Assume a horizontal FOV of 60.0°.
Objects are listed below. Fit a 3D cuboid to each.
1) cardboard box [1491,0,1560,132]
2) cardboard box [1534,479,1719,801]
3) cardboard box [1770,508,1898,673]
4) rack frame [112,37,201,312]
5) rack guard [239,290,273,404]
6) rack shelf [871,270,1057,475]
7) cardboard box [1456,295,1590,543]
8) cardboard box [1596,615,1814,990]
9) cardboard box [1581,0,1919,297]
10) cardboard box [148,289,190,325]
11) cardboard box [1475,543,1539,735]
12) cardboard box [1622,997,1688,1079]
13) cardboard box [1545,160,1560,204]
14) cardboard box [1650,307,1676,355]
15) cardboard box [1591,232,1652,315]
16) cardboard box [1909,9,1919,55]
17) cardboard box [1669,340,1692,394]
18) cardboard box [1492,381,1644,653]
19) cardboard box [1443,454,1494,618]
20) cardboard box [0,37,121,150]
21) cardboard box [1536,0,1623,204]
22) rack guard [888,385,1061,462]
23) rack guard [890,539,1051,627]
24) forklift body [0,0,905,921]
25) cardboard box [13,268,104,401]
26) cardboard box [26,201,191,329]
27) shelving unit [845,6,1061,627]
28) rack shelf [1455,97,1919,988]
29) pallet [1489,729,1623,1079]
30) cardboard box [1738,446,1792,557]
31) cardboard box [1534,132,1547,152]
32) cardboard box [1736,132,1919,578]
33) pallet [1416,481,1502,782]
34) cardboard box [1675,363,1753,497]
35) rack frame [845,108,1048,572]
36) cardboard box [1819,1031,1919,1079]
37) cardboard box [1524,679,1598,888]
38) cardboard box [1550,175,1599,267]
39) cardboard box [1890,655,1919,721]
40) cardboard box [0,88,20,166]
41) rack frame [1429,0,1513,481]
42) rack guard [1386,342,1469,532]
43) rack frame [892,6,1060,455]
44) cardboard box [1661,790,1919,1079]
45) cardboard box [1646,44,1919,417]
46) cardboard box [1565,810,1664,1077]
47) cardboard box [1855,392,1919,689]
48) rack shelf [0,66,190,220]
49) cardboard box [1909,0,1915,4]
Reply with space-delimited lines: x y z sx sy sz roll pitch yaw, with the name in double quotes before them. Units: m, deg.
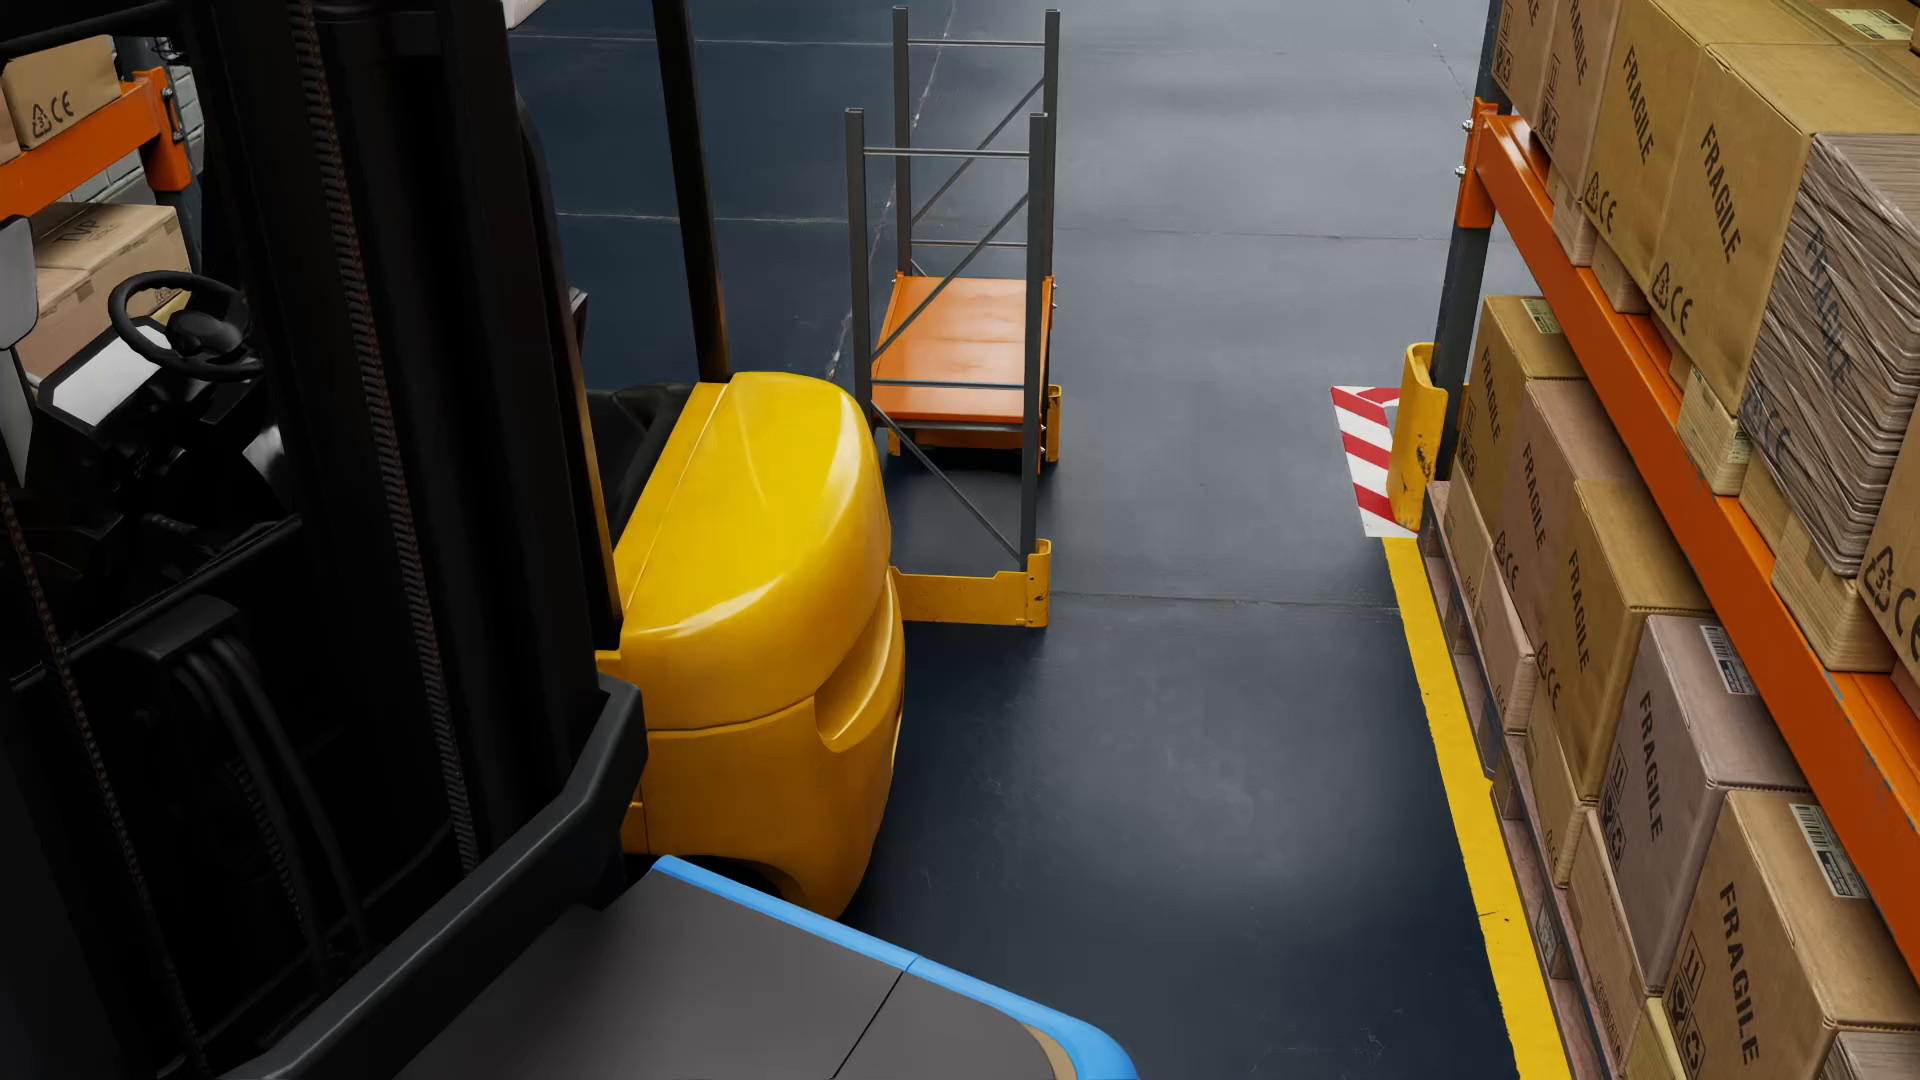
"cardboard box" 1.683 -1.345 4.194 0.500 0.500 0.500 2 32 3
"cardboard box" 1.569 0.219 3.541 0.500 0.500 0.500 3 32 5
"cardboard box" 1.475 0.075 2.509 0.380 0.149 0.250 2 32 3
"rack frame" -2.949 -1.621 5.022 1.000 3.000 0.127 2 32 4
"rack guard" -2.947 -0.570 5.698 1.175 0.500 0.348 2 32 4
"rack shelf" 0.007 -0.530 5.023 0.538 0.185 1.000 2 32 4
"cardboard box" 1.656 -0.316 4.410 0.500 0.500 0.500 1 32 2
"cardboard box" 1.534 0.499 3.087 0.500 0.500 0.500 4 32 7
"cardboard box" 1.604 -0.807 3.322 0.500 0.500 0.500 2 32 3
"cardboard box" -2.677 -0.575 5.067 0.500 0.250 0.500 2 32 3
"cardboard box" 1.608 0.257 4.194 0.500 0.250 0.500 4 32 6
"cardboard box" 1.486 1.073 2.871 0.500 0.250 0.500 2 32 3
"cardboard box" 1.656 -0.868 4.038 0.380 0.149 0.250 1 32 2
"cardboard box" 1.640 -0.459 3.376 0.380 0.149 0.250 3 32 6
"cardboard box" 1.602 -0.600 3.604 0.380 0.149 0.250 3 32 5
"cardboard box" 2.008 -0.939 2.583 0.700 0.500 0.500 2 32 4
"cardboard box" 1.589 -0.323 3.154 0.380 0.149 0.250 2 32 3
"cardboard box" 1.618 -0.043 3.966 0.500 0.500 0.500 1 32 2
"cardboard box" 1.657 -0.009 4.627 0.500 0.250 0.500 2 32 4
"cardboard box" -2.727 -1.395 4.560 0.500 0.500 0.500 2 32 3
"cardboard box" 1.644 -1.074 3.754 0.500 0.500 0.500 3 32 5
"rack guard" 0.047 -0.407 5.672 0.587 0.250 0.087 2 32 4
"rack guard" -0.034 0.114 4.827 0.587 0.250 0.087 2 32 4
"forklift body" -1.285 -0.191 3.509 2.313 2.155 1.214 2 32 4
"cardboard box" -2.711 -0.534 4.525 0.500 0.250 0.500 3 32 5
"cardboard box" -2.676 -0.801 4.958 0.500 0.250 0.500 3 32 6
"shelving unit" 0.006 -0.678 4.921 0.587 1.500 1.083 2 32 4
"rack shelf" 1.836 -0.059 3.173 1.077 0.370 4.000 2 32 4
"pallet" 1.789 0.875 3.629 1.003 0.211 1.213 2 32 4
"cardboard box" 1.525 -0.058 2.724 0.380 0.149 0.250 2 32 3
"cardboard box" 1.764 -1.136 4.473 0.380 0.149 0.250 3 32 4
"cardboard box" 1.534 -0.273 2.455 0.500 0.500 0.500 3 32 5
"pallet" 1.891 0.239 4.661 1.003 0.211 1.213 2 32 4
"cardboard box" 1.510 -0.194 2.945 0.380 0.149 0.250 3 32 4
"rack frame" -0.034 -0.417 4.498 0.500 1.500 0.032 2 32 4
"cardboard box" 1.453 1.032 2.222 0.500 0.500 0.500 2 32 3
"cardboard box" 1.576 0.543 3.730 0.500 0.250 0.500 5 32 7
"cardboard box" 1.589 -0.737 3.826 0.380 0.149 0.250 3 32 5
"cardboard box" 1.542 0.213 2.285 0.380 0.149 0.250 2 32 3
"cardboard box" -2.779 -1.124 4.120 0.500 0.500 0.500 3 32 6
"rack frame" 1.998 -1.411 4.681 1.000 3.000 0.127 2 32 4
"rack guard" 1.992 -0.307 5.272 1.175 0.500 0.348 2 32 4
"rack frame" 0.048 -0.949 5.360 0.500 1.500 0.032 2 32 4
"cardboard box" 1.493 0.766 2.654 0.500 0.500 0.500 3 32 5
"cardboard box" 1.571 -0.541 2.890 0.500 0.500 0.500 2 32 3
"cardboard box" 1.532 0.807 3.302 0.500 0.250 0.500 3 32 5
"cardboard box" 1.496 -0.001 2.014 0.500 0.500 0.500 3 32 6
"rack shelf" -3.112 -0.269 3.514 1.077 0.370 4.000 2 32 4
"cardboard box" 2.139 -0.762 3.248 0.500 0.500 0.500 2 32 4
